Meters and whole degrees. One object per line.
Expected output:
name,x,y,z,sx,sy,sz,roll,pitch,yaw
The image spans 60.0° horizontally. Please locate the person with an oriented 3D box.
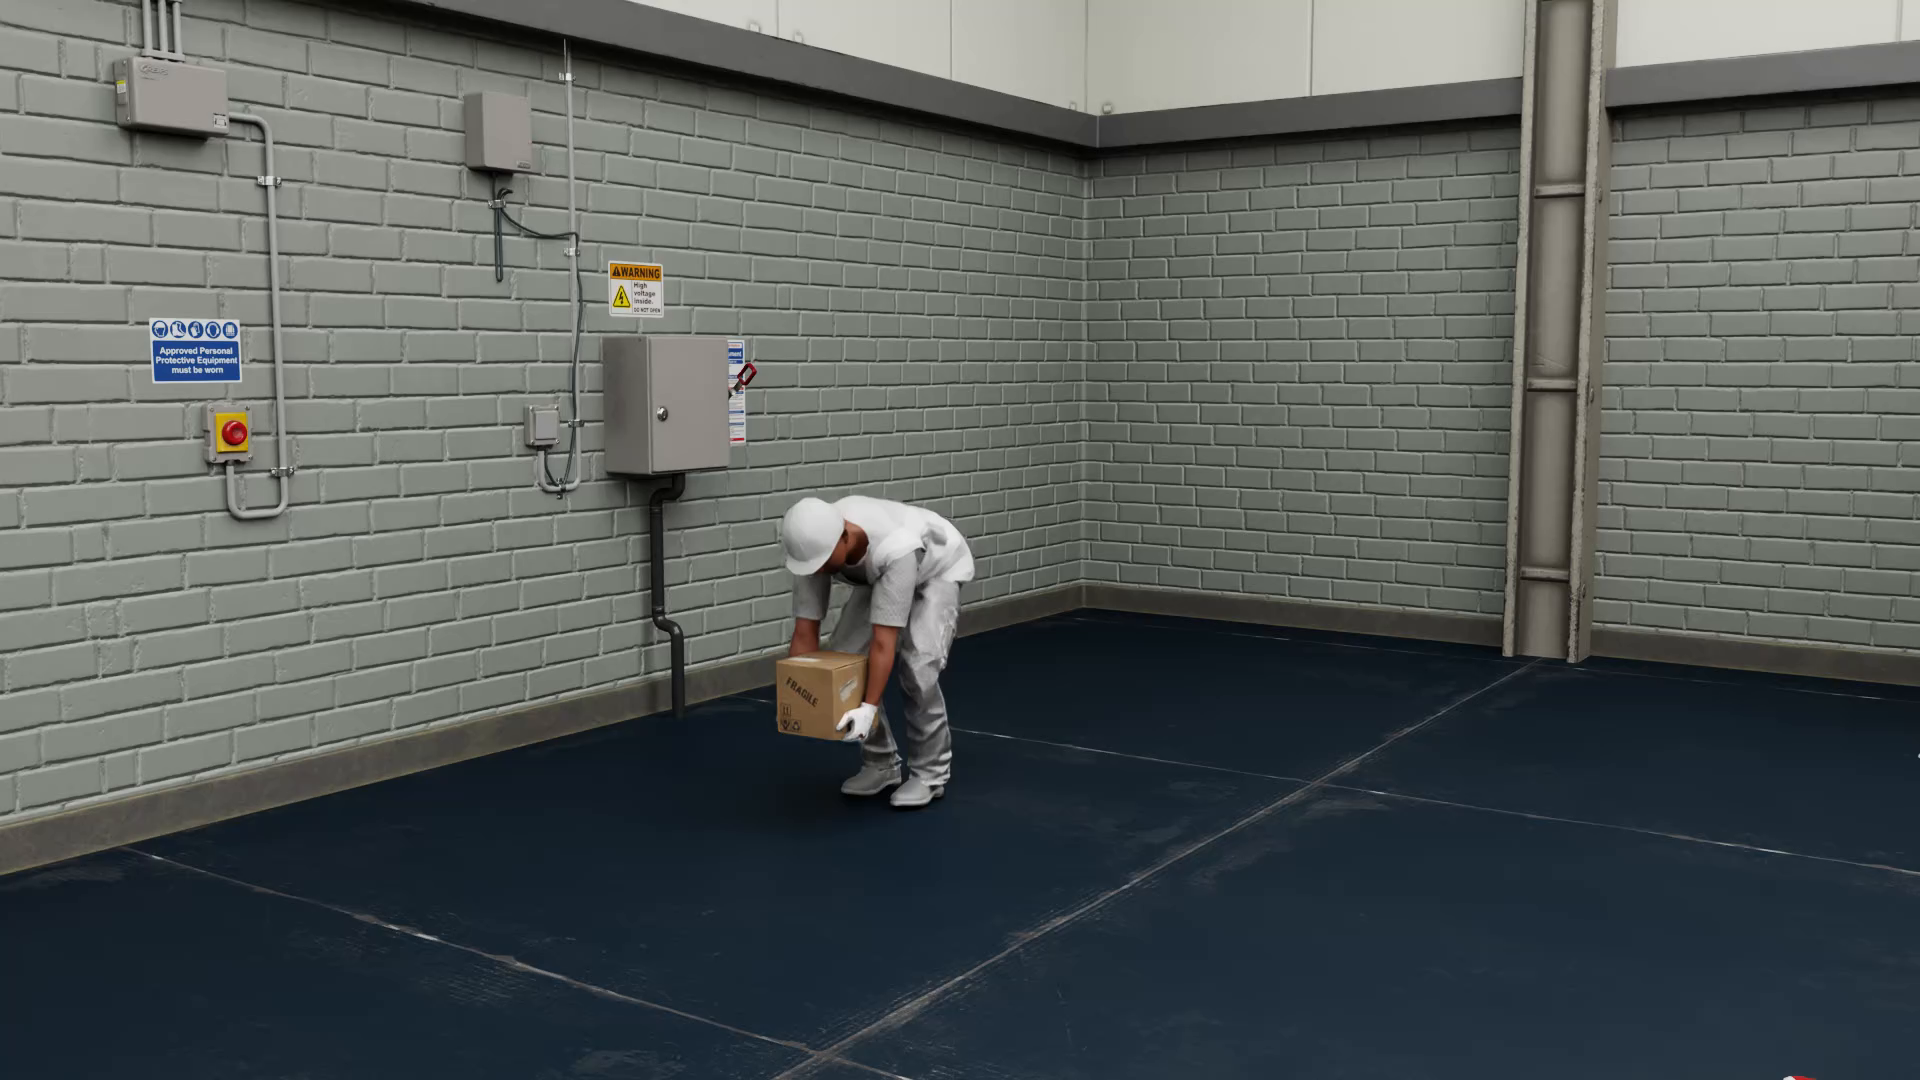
person,-0.308,0.393,5.948,0.528,1.147,0.970,4,7,31
